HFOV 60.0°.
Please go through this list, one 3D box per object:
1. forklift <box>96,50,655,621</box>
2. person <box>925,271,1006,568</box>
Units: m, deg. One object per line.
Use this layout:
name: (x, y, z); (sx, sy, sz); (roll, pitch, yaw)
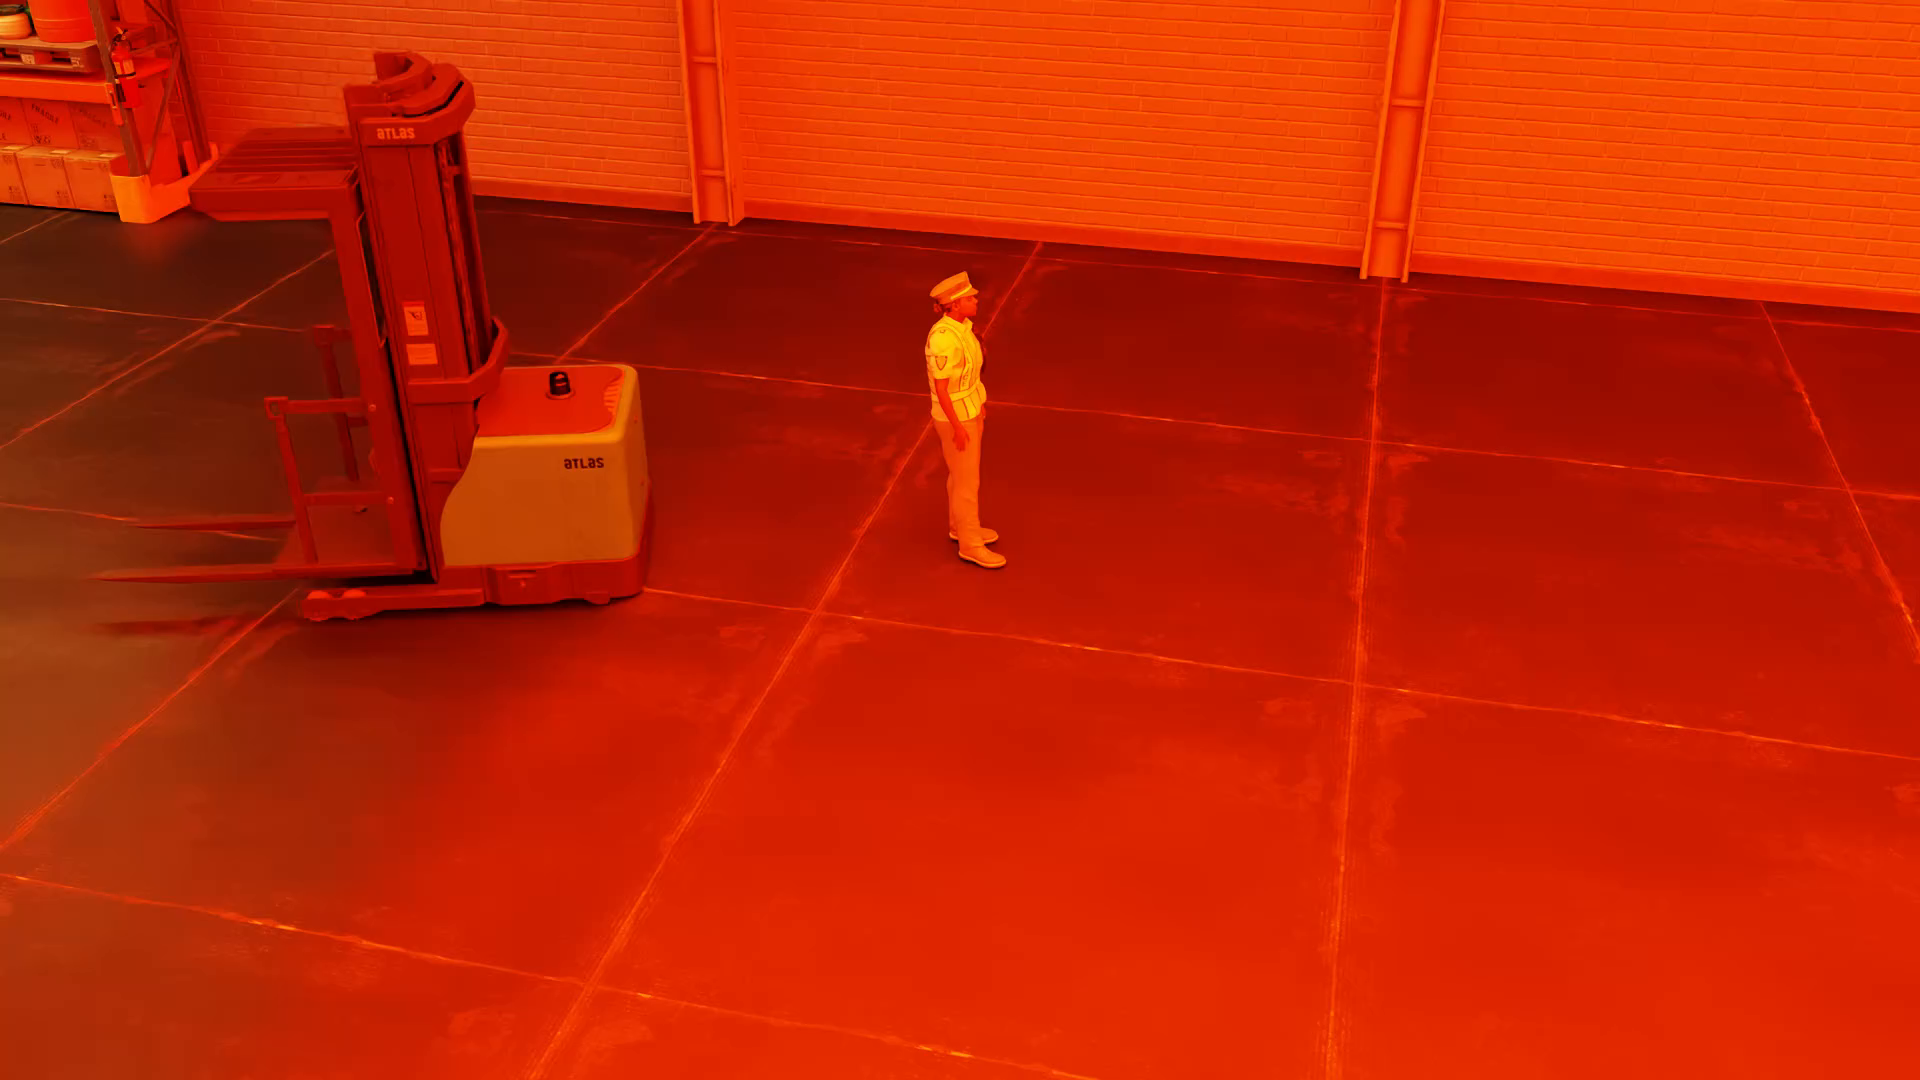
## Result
forklift: (-3.358, -1.091, 9.096); (3.031, 2.935, 1.130); (-2, 30, -4)
person: (0.068, -0.726, 9.690); (0.528, 1.697, 0.570); (7, 30, 12)
